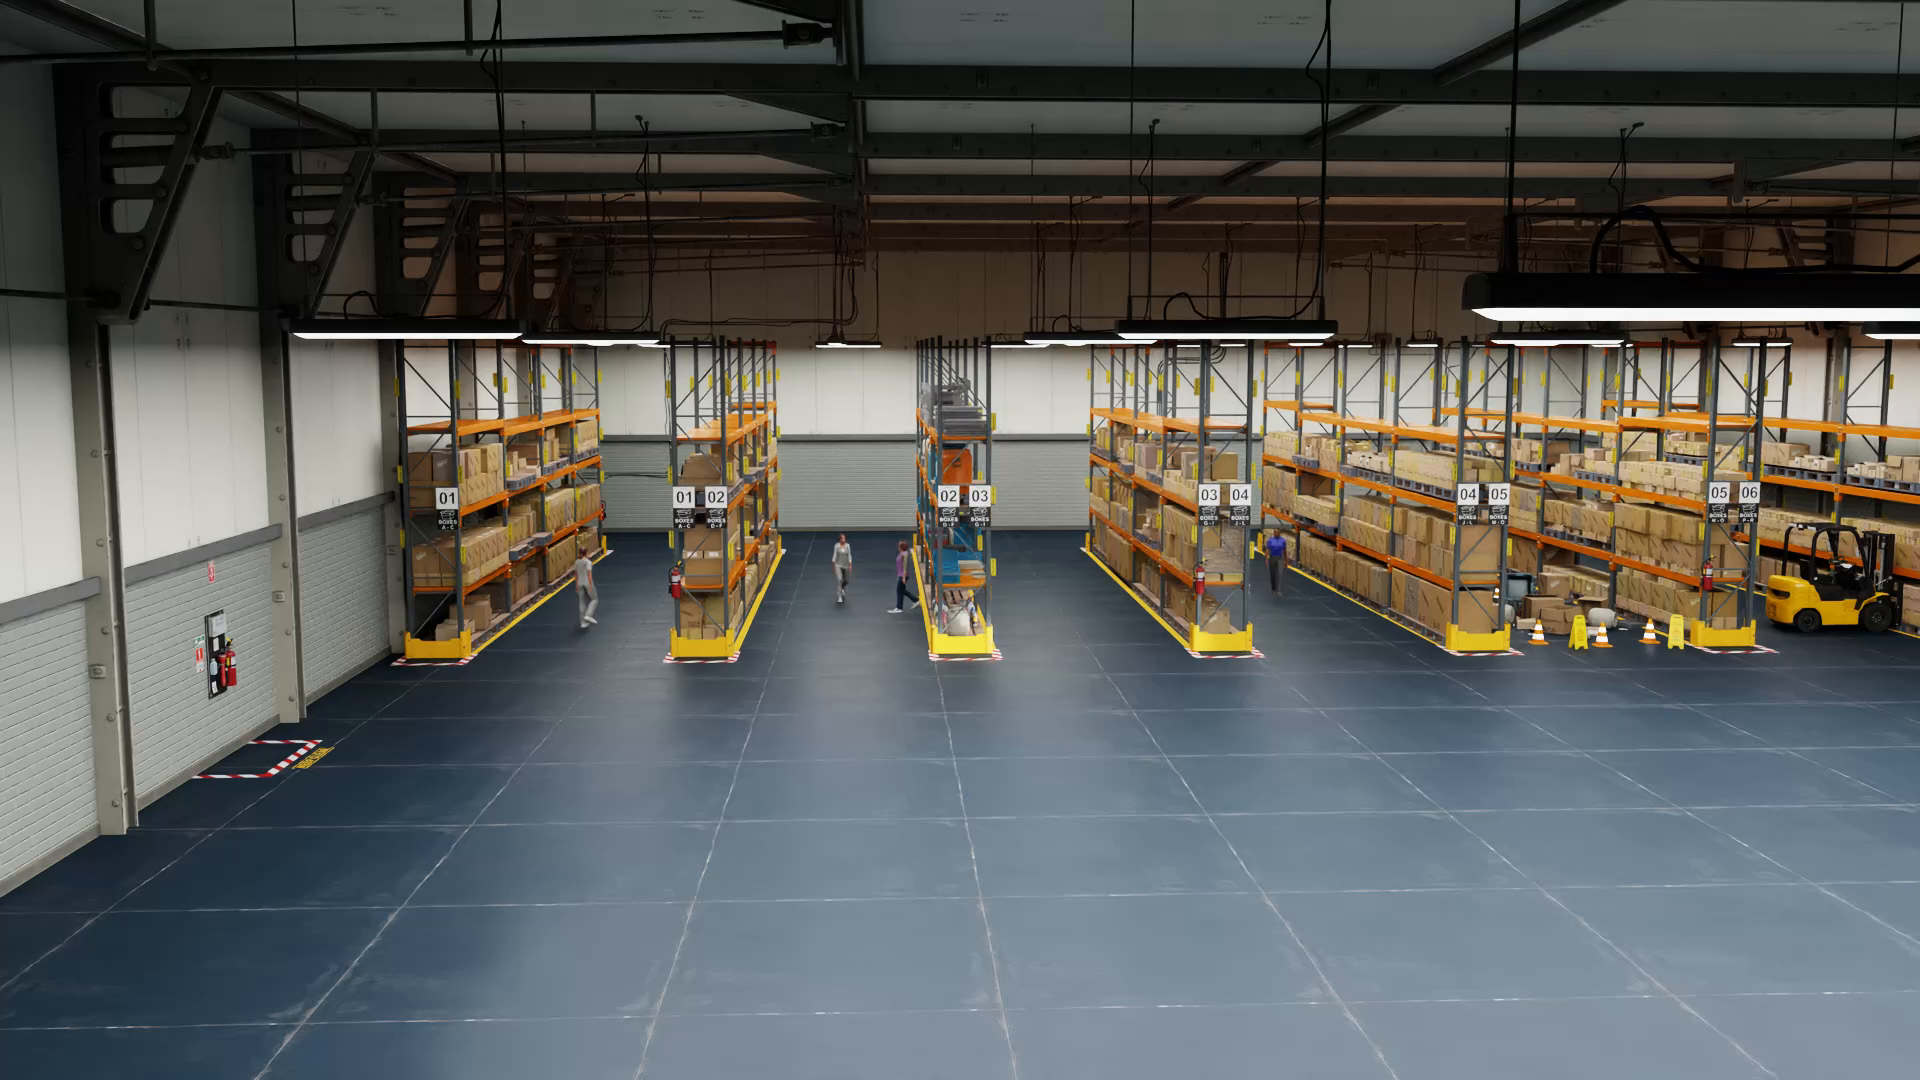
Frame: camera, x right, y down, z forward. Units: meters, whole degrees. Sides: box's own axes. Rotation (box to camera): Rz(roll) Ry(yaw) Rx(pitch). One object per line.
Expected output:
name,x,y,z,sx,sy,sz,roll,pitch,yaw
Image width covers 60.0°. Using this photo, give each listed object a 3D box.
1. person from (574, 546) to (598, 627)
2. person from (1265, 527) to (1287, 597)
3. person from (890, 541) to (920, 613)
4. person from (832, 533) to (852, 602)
person,-7.802,0.967,34.576,0.499,1.655,0.458,1,7,9
person,7.367,0.501,38.809,0.479,1.608,0.958,2,7,18
person,-1.197,0.802,36.429,0.676,1.578,0.484,0,7,-4
person,-2.723,0.608,38.264,0.430,1.546,0.912,-2,7,-20
